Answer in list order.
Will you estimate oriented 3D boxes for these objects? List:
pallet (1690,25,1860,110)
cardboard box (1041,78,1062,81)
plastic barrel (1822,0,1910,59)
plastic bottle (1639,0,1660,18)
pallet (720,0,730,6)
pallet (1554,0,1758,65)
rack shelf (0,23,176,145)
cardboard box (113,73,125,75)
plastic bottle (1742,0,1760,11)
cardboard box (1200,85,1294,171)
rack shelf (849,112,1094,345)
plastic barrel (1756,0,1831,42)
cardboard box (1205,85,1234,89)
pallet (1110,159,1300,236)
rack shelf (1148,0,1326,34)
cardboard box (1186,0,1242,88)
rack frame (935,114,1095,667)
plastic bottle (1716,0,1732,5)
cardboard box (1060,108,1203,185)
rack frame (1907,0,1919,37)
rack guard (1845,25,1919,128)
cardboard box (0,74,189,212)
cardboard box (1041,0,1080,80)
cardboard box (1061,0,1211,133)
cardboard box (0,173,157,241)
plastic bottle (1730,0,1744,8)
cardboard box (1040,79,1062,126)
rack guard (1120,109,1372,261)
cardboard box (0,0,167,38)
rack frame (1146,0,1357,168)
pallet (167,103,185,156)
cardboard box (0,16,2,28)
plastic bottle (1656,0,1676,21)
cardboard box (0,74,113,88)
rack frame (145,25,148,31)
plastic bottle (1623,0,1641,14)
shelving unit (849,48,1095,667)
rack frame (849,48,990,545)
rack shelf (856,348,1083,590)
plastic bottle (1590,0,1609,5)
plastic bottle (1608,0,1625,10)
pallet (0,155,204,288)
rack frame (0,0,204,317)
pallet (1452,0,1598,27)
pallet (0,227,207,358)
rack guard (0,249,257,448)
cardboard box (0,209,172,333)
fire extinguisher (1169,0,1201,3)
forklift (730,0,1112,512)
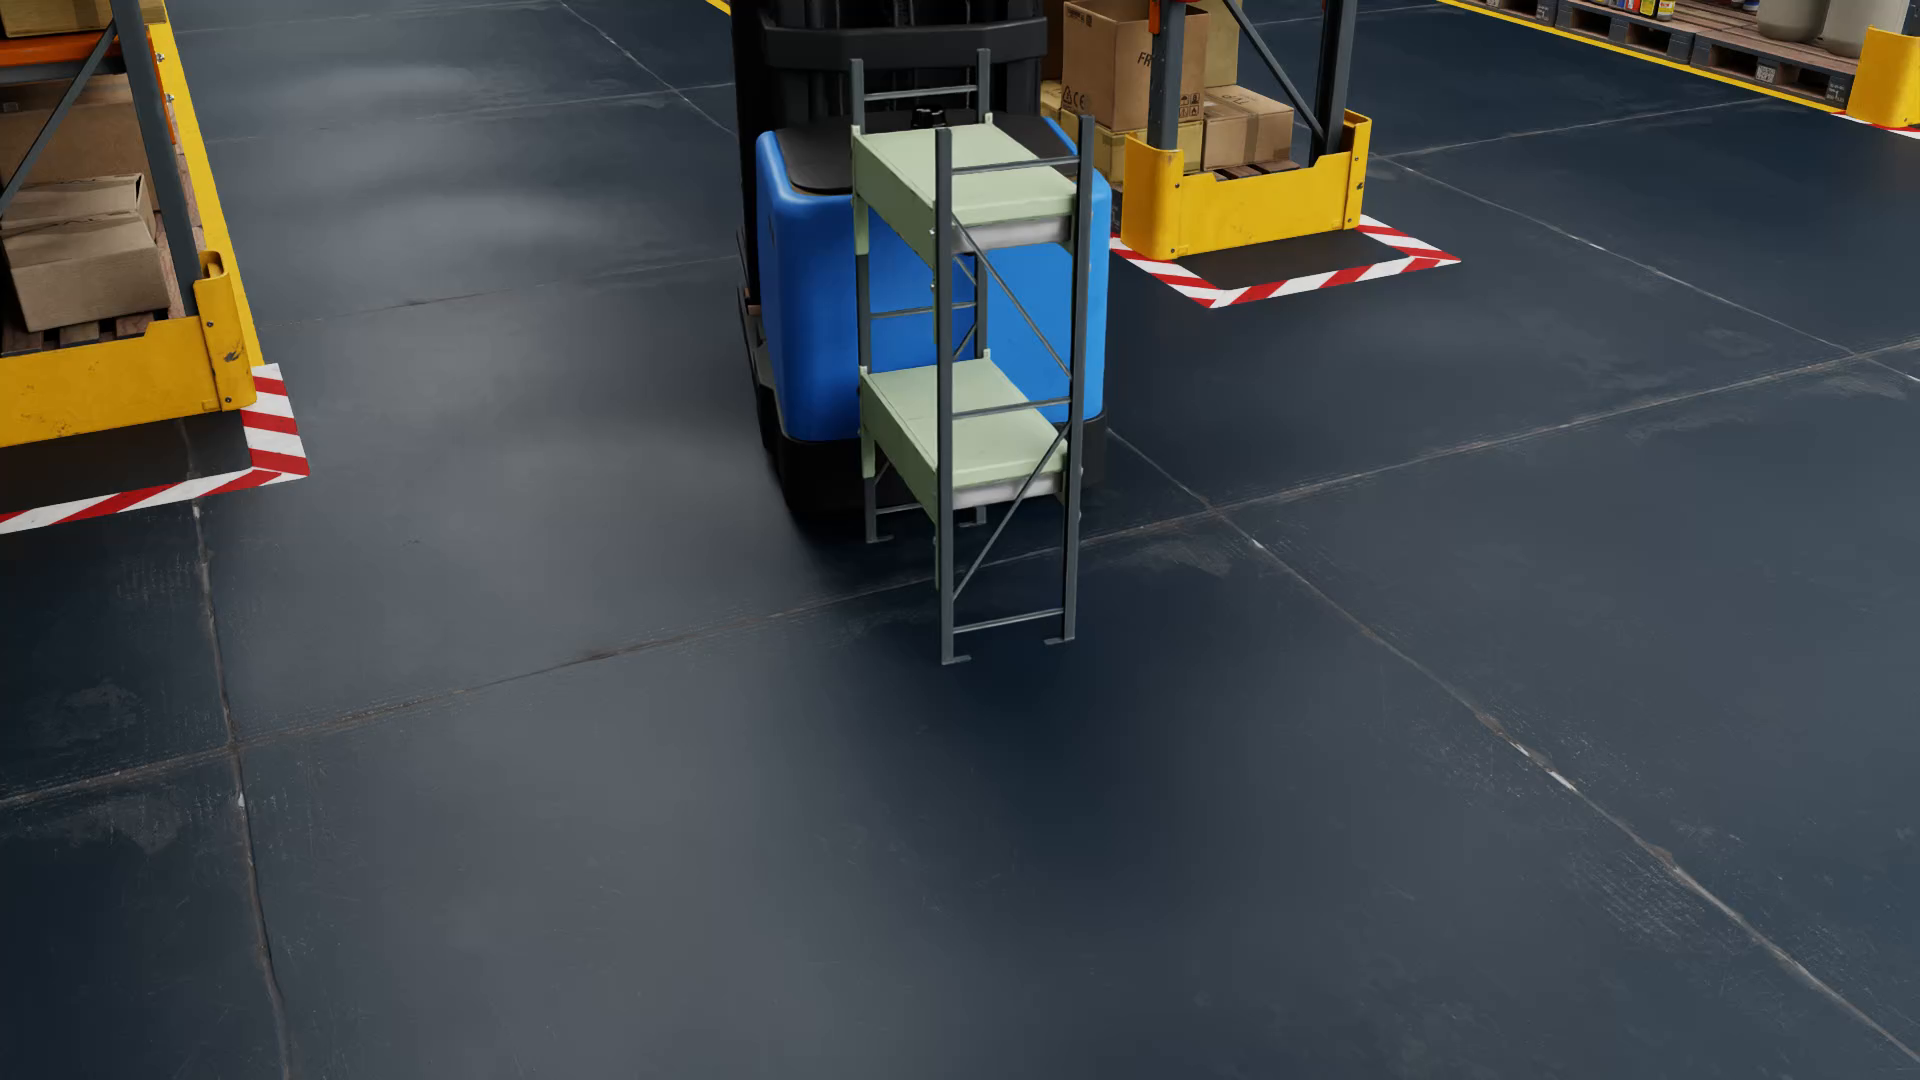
[{"bbox_3d":[5.371,-2.972,10.335,1.003,0.211,1.213,-13,32,-22],"label":"pallet"},{"bbox_3d":[0.376,-2.364,8.781,0.500,0.250,0.500,-13,32,-22],"label":"cardboard box"},{"bbox_3d":[5.438,-3.178,9.964,0.421,0.512,0.421,0,29,0],"label":"plastic barrel"},{"bbox_3d":[4.539,-3.579,10.893,0.061,0.283,0.133,-12,32,-21],"label":"plastic bottle"},{"bbox_3d":[-1.282,-4.174,12.478,1.003,0.211,1.213,-13,32,-22],"label":"pallet"},{"bbox_3d":[4.851,-3.511,11.295,1.003,0.211,1.213,-13,32,-22],"label":"pallet"},{"bbox_3d":[-4.016,-2.295,7.011,1.077,0.370,4.000,-13,32,-22],"label":"rack shelf"},{"bbox_3d":[-5.206,-2.915,9.488,0.700,0.500,0.500,-12,31,-20],"label":"cardboard box"},{"bbox_3d":[5.293,-3.673,11.074,0.097,0.271,0.097,0,29,0],"label":"plastic bottle"},{"bbox_3d":[1.285,-2.034,8.193,0.500,0.250,0.500,-13,32,-22],"label":"cardboard box"},{"bbox_3d":[0.012,-0.849,4.432,0.431,0.370,0.720,-10,31,-17],"label":"rack shelf"},{"bbox_3d":[5.223,-3.399,10.359,0.421,0.512,0.421,0,29,0],"label":"plastic barrel"},{"bbox_3d":[1.067,-2.254,8.585,0.500,0.250,0.500,-13,32,-22],"label":"cardboard box"},{"bbox_3d":[0.949,-1.879,8.386,1.003,0.211,1.213,-13,32,-22],"label":"pallet"},{"bbox_3d":[0.456,-3.336,8.869,1.077,0.370,4.000,-13,32,-22],"label":"rack shelf"},{"bbox_3d":[1.069,-2.582,8.402,0.500,0.500,0.500,-13,32,-22],"label":"cardboard box"},{"bbox_3d":[0.134,-0.339,4.322,0.400,1.500,0.023,-10,31,-17],"label":"rack frame"},{"bbox_3d":[5.212,-3.782,11.256,0.061,0.283,0.133,-13,32,-21],"label":"plastic bottle"},{"bbox_3d":[0.818,-1.925,7.999,0.500,0.250,0.500,-13,32,-22],"label":"cardboard box"},{"bbox_3d":[5.790,-3.805,8.969,1.000,3.000,0.127,-13,32,-22],"label":"rack frame"},{"bbox_3d":[5.715,-2.738,9.622,1.175,0.500,0.348,-13,32,-22],"label":"rack guard"},{"bbox_3d":[-3.888,-1.737,7.387,0.700,0.500,0.500,-15,33,-25],"label":"cardboard box"},{"bbox_3d":[0.373,-2.691,8.597,0.500,0.500,0.500,-13,32,-22],"label":"cardboard box"},{"bbox_3d":[0.816,-2.252,7.814,0.500,0.500,0.500,-13,32,-22],"label":"cardboard box"},{"bbox_3d":[-3.618,-1.320,6.837,0.500,0.311,0.500,-10,31,-18],"label":"cardboard box"},{"bbox_3d":[5.249,-3.688,11.172,0.097,0.201,0.097,0,29,0],"label":"plastic bottle"},{"bbox_3d":[0.592,-2.144,8.388,0.500,0.250,0.500,-13,32,-22],"label":"cardboard box"},{"bbox_3d":[1.325,-1.666,7.710,1.175,0.500,0.348,-13,32,-22],"label":"rack guard"},{"bbox_3d":[-3.080,-1.950,5.794,0.500,0.250,0.500,-14,32,-23],"label":"cardboard box"},{"bbox_3d":[1.315,-2.767,7.117,1.000,3.000,0.127,-13,32,-22],"label":"rack frame"},{"bbox_3d":[-4.555,-1.986,8.576,1.003,0.211,1.213,-13,32,-22],"label":"pallet"},{"bbox_3d":[-3.533,-1.834,5.587,0.500,0.250,0.500,-13,32,-21],"label":"cardboard box"},{"bbox_3d":[4.606,-3.496,10.828,0.097,0.201,0.097,0,29,0],"label":"plastic bottle"},{"bbox_3d":[-4.393,-2.143,8.111,0.500,0.500,0.500,-16,33,-26],"label":"cardboard box"},{"bbox_3d":[-4.875,-3.492,8.410,1.000,3.000,0.127,-13,32,-22],"label":"rack frame"},{"bbox_3d":[4.522,-3.645,11.019,0.152,0.276,0.135,-13,32,-22],"label":"plastic bottle"},{"bbox_3d":[0.012,-0.508,4.623,0.431,1.500,0.755,-10,31,-17],"label":"shelving unit"},{"bbox_3d":[-0.109,-0.677,4.924,0.400,1.500,0.023,-10,31,-17],"label":"rack frame"},{"bbox_3d":[0.012,-0.224,4.783,0.431,0.370,0.720,-10,31,-17],"label":"rack shelf"},{"bbox_3d":[4.388,-3.811,11.239,0.144,0.351,0.185,-12,31,-20],"label":"plastic bottle"},{"bbox_3d":[4.463,-3.707,11.128,0.152,0.276,0.135,-14,32,-23],"label":"plastic bottle"},{"bbox_3d":[-4.027,-1.447,7.614,1.003,0.211,1.213,-13,32,-22],"label":"pallet"},{"bbox_3d":[-3.158,-1.725,5.259,1.000,3.000,0.127,-13,32,-22],"label":"rack frame"},{"bbox_3d":[4.324,-4.050,12.257,1.003,0.211,1.213,-13,32,-22],"label":"pallet"},{"bbox_3d":[-3.507,-0.908,6.654,1.003,0.211,1.213,-13,32,-22],"label":"pallet"},{"bbox_3d":[-3.190,-0.668,5.930,1.175,0.500,0.348,-13,32,-22],"label":"rack guard"},{"bbox_3d":[-3.373,-1.069,6.388,0.500,0.311,0.500,-17,33,-28],"label":"cardboard box"},{"bbox_3d":[0.946,-2.583,6.869,0.296,0.674,0.183,-13,32,-22],"label":"fire extinguisher"},{"bbox_3d":[-0.298,-2.071,5.946,1.130,2.935,3.031,-5,30,-9],"label":"forklift"}]
